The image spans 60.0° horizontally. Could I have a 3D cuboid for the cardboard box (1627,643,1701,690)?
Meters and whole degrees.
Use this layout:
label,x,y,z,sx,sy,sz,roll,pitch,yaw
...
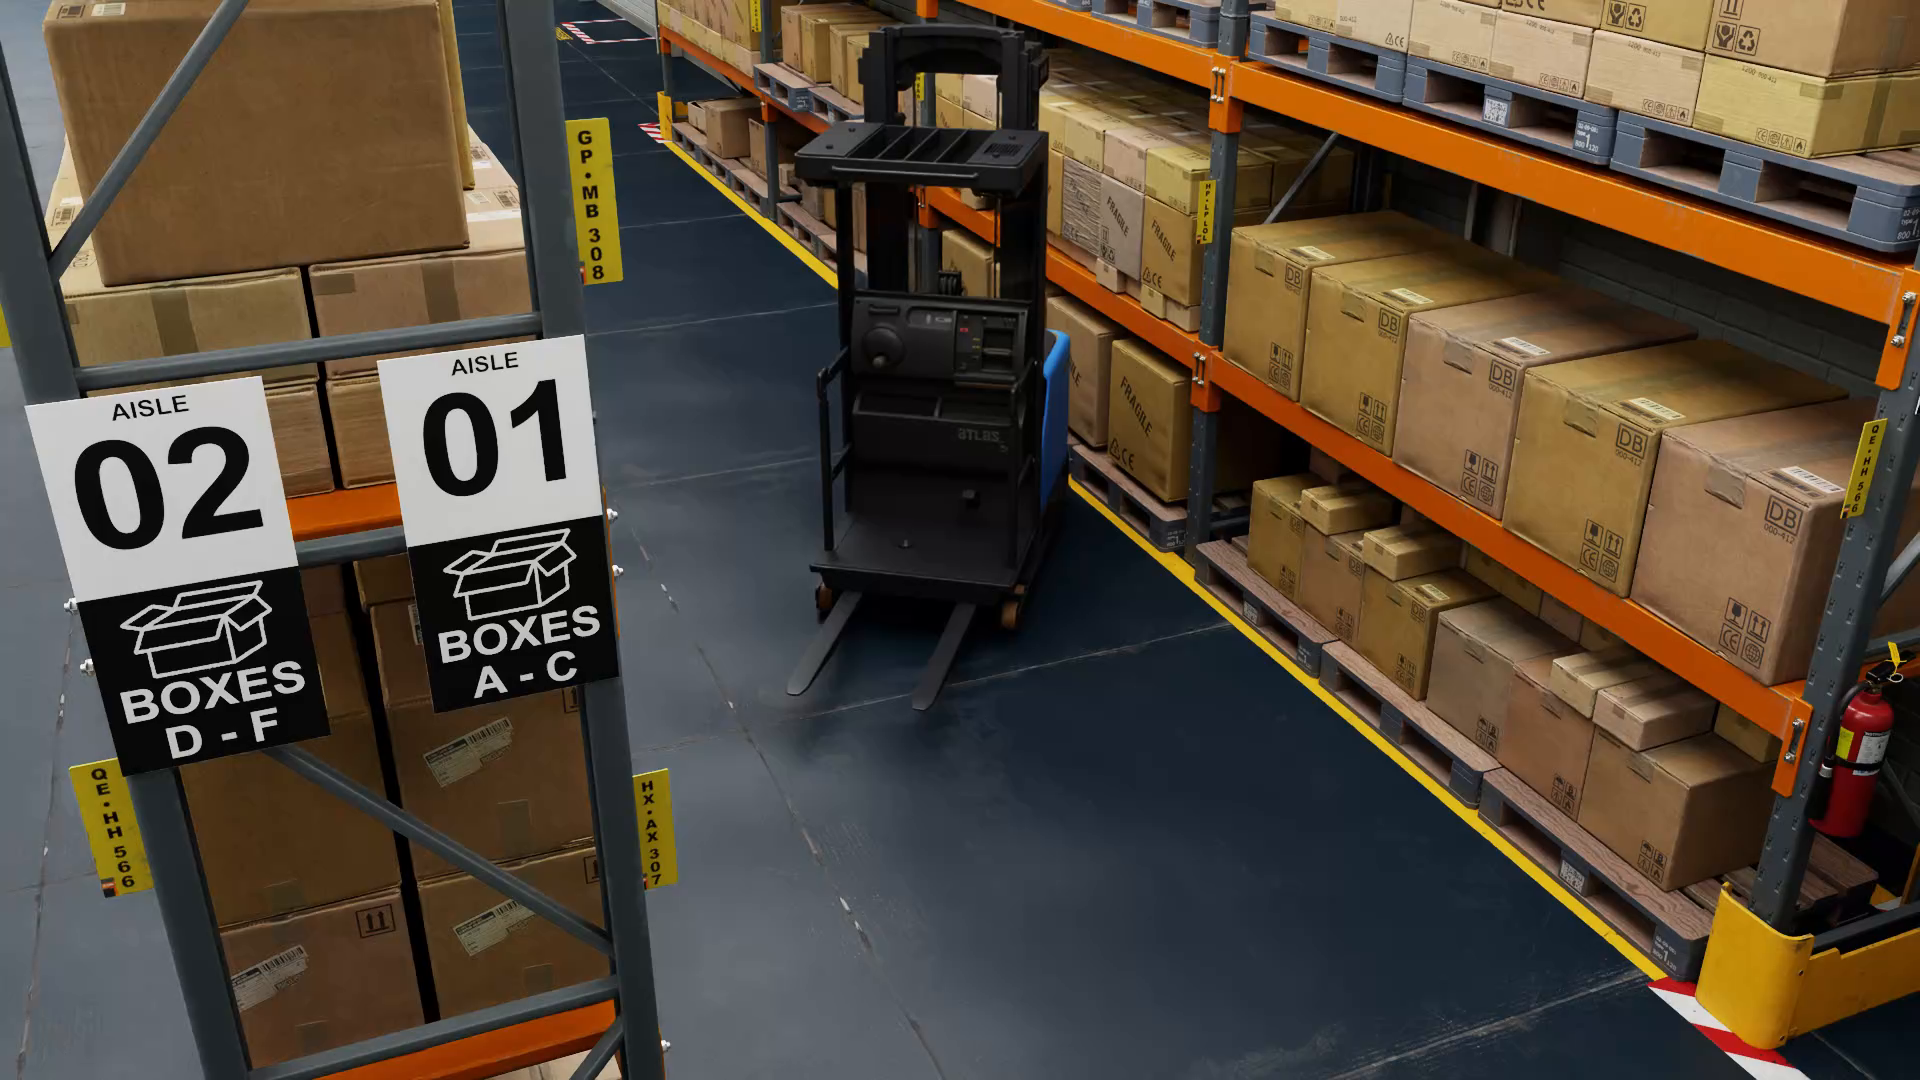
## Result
label,x,y,z,sx,sy,sz,roll,pitch,yaw
cardboard box,2.998,0.508,6.923,0.380,0.149,0.250,-10,28,-20

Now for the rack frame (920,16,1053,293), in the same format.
label,x,y,z,sx,sy,sz,roll,pitch,yaw
rack frame,0.197,-2.911,12.294,1.000,3.000,0.127,-11,28,-21

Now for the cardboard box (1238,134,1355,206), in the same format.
label,x,y,z,sx,sy,sz,roll,pitch,yaw
cardboard box,1.823,-2.052,9.203,0.500,0.250,0.500,-10,28,-19

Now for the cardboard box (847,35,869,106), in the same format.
label,x,y,z,sx,sy,sz,roll,pitch,yaw
cardboard box,-0.505,-3.841,13.583,0.700,0.500,0.500,-11,28,-21

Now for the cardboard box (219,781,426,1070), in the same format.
label,x,y,z,sx,sy,sz,roll,pitch,yaw
cardboard box,-1.653,0.992,4.186,0.500,0.500,0.500,-10,28,-19

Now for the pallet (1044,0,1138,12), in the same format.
label,x,y,z,sx,sy,sz,roll,pitch,yaw
pallet,0.939,-3.473,10.240,1.003,0.211,1.213,-9,28,-18

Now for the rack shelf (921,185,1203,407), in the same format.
label,x,y,z,sx,sy,sz,roll,pitch,yaw
rack shelf,0.980,-1.781,10.798,1.077,0.370,4.000,-11,28,-21

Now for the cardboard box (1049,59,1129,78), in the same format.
label,x,y,z,sx,sy,sz,roll,pitch,yaw
cardboard box,0.813,-3.088,11.325,0.500,0.250,0.500,-12,28,-22

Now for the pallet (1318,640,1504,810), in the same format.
label,x,y,z,sx,sy,sz,roll,pitch,yaw
pallet,2.471,0.770,7.932,1.003,0.211,1.213,-11,28,-21

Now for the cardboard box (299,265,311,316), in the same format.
label,x,y,z,sx,sy,sz,roll,pitch,yaw
cardboard box,-1.575,-0.766,4.653,0.500,0.250,0.500,-11,28,-21

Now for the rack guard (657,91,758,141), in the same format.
label,x,y,z,sx,sy,sz,roll,pitch,yaw
rack guard,-2.906,-4.987,19.395,1.175,0.500,0.348,-11,28,-21

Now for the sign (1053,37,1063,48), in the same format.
label,x,y,z,sx,sy,sz,roll,pitch,yaw
sign,0.706,-3.528,12.238,0.100,0.325,0.005,-11,28,-21

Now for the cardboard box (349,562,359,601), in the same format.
label,x,y,z,sx,sy,sz,roll,pitch,yaw
cardboard box,-1.761,-0.165,5.416,0.500,0.500,0.500,-11,28,-21

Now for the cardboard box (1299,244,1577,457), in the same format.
label,x,y,z,sx,sy,sz,roll,pitch,yaw
cardboard box,2.242,-0.914,7.861,0.980,0.700,0.700,-11,28,-22

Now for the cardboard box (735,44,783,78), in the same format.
label,x,y,z,sx,sy,sz,roll,pitch,yaw
cardboard box,-1.834,-4.607,15.915,0.500,0.250,0.500,-11,28,-20

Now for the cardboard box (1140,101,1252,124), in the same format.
label,x,y,z,sx,sy,sz,roll,pitch,yaw
cardboard box,1.411,-2.463,10.046,0.500,0.250,0.500,-12,28,-22

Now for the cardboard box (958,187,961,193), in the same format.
label,x,y,z,sx,sy,sz,roll,pitch,yaw
cardboard box,0.203,-2.532,11.780,0.380,0.149,0.250,-10,28,-20

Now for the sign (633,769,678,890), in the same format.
label,x,y,z,sx,sy,sz,roll,pitch,yaw
sign,-0.727,0.689,3.934,0.100,0.325,0.005,-11,28,-21

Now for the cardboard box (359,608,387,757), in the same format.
label,x,y,z,sx,sy,sz,roll,pitch,yaw
cardboard box,-1.559,0.491,5.212,0.500,0.500,0.500,-11,28,-21

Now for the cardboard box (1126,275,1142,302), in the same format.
label,x,y,z,sx,sy,sz,roll,pitch,yaw
cardboard box,1.190,-1.491,9.648,0.380,0.149,0.250,-10,28,-19

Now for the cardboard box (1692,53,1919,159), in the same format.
label,x,y,z,sx,sy,sz,roll,pitch,yaw
cardboard box,2.799,-1.446,5.452,0.500,0.250,0.500,-10,28,-19

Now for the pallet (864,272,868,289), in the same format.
label,x,y,z,sx,sy,sz,roll,pitch,yaw
pallet,-0.108,-1.974,13.553,1.003,0.211,1.213,-11,28,-21

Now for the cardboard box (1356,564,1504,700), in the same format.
label,x,y,z,sx,sy,sz,roll,pitch,yaw
cardboard box,2.355,0.368,7.947,0.700,0.500,0.500,-10,28,-19

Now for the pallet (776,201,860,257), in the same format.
label,x,y,z,sx,sy,sz,roll,pitch,yaw
pallet,-1.063,-2.959,15.570,1.003,0.211,1.213,-11,28,-21

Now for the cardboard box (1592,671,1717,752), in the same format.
label,x,y,z,sx,sy,sz,roll,pitch,yaw
cardboard box,2.746,0.675,6.579,0.380,0.149,0.250,-11,28,-21

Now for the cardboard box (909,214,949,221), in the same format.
label,x,y,z,sx,sy,sz,roll,pitch,yaw
cardboard box,-0.228,-2.496,13.790,0.700,0.500,0.500,-11,28,-21

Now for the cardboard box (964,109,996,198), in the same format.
label,x,y,z,sx,sy,sz,roll,pitch,yaw
cardboard box,0.348,-2.646,11.275,0.500,0.500,0.500,-10,28,-19

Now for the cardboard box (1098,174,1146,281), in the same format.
label,x,y,z,sx,sy,sz,roll,pitch,yaw
cardboard box,1.142,-1.832,9.607,0.500,0.500,0.500,-10,28,-20

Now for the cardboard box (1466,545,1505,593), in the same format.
label,x,y,z,sx,sy,sz,roll,pitch,yaw
cardboard box,2.600,0.098,7.761,0.380,0.149,0.250,-11,28,-22

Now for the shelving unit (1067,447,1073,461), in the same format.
label,x,y,z,sx,sy,sz,roll,pitch,yaw
shelving unit,0.385,-0.966,10.683,0.258,0.189,1.200,-11,68,-22

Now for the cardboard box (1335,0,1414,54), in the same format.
label,x,y,z,sx,sy,sz,roll,pitch,yaw
cardboard box,1.978,-2.278,7.157,0.500,0.250,0.500,-11,28,-22

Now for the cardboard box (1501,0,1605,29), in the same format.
label,x,y,z,sx,sy,sz,roll,pitch,yaw
cardboard box,2.394,-2.195,6.131,0.500,0.500,0.500,-12,28,-23

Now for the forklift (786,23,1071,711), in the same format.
label,x,y,z,sx,sy,sz,roll,pitch,yaw
forklift,-0.155,-1.014,8.486,1.130,2.935,3.031,6,27,11

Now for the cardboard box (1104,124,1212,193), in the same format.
label,x,y,z,sx,sy,sz,roll,pitch,yaw
cardboard box,1.154,-2.174,9.453,0.500,0.250,0.500,-10,28,-19

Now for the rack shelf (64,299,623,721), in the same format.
label,x,y,z,sx,sy,sz,roll,pitch,yaw
rack shelf,-2.010,-0.661,5.087,1.077,0.370,4.000,-11,28,-21

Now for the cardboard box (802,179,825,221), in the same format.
label,x,y,z,sx,sy,sz,roll,pitch,yaw
cardboard box,-1.066,-3.306,15.451,0.700,0.500,0.500,-10,28,-19

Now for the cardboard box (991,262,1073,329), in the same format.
label,x,y,z,sx,sy,sz,roll,pitch,yaw
cardboard box,0.701,-1.460,11.293,0.750,0.750,0.750,-11,28,-21

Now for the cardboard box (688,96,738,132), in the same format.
label,x,y,z,sx,sy,sz,roll,pitch,yaw
cardboard box,-2.748,-4.836,18.799,0.500,0.311,0.500,-14,29,-26

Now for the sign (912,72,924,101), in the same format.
label,x,y,z,sx,sy,sz,roll,pitch,yaw
sign,-0.299,-3.299,11.859,0.100,0.325,0.005,-11,28,-21

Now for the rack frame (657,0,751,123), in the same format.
label,x,y,z,sx,sy,sz,roll,pitch,yaw
rack frame,-2.936,-6.141,18.909,1.000,3.000,0.127,-11,28,-21

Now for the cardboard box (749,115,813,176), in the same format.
label,x,y,z,sx,sy,sz,roll,pitch,yaw
cardboard box,-1.813,-4.013,16.898,0.500,0.500,0.500,-13,29,-24

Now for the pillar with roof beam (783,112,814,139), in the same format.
label,x,y,z,sx,sy,sz,roll,pitch,yaw
pillar with roof beam,-5.827,-7.963,15.803,9.100,9.000,0.400,-11,28,-21

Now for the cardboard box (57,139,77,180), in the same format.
label,x,y,z,sx,sy,sz,roll,pitch,yaw
cardboard box,-2.051,-0.902,4.361,0.500,0.250,0.500,-11,28,-21

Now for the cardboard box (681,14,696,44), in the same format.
label,x,y,z,sx,sy,sz,roll,pitch,yaw
cardboard box,-2.627,-5.417,17.575,0.500,0.250,0.500,-11,28,-21

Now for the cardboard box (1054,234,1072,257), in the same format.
label,x,y,z,sx,sy,sz,roll,pitch,yaw
cardboard box,0.820,-1.910,10.507,0.380,0.149,0.250,-10,28,-19

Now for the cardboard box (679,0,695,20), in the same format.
label,x,y,z,sx,sy,sz,roll,pitch,yaw
cardboard box,-2.645,-5.764,17.431,0.500,0.500,0.500,-12,28,-22

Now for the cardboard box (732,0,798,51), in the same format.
label,x,y,z,sx,sy,sz,roll,pitch,yaw
cardboard box,-1.839,-4.943,15.748,0.500,0.500,0.500,-11,28,-21

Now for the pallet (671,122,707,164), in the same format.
label,x,y,z,sx,sy,sz,roll,pitch,yaw
pallet,-2.621,-4.523,18.774,1.003,0.211,1.213,-11,28,-21

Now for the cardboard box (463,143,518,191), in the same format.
label,x,y,z,sx,sy,sz,roll,pitch,yaw
cardboard box,-1.378,-0.790,4.131,0.500,0.250,0.500,-11,28,-21

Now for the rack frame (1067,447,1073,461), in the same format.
label,x,y,z,sx,sy,sz,roll,pitch,yaw
rack frame,0.410,-1.006,10.604,0.240,0.006,1.200,-11,68,-22

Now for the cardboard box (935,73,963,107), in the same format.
label,x,y,z,sx,sy,sz,roll,pitch,yaw
cardboard box,0.149,-3.197,11.548,0.500,0.250,0.500,-10,28,-19
